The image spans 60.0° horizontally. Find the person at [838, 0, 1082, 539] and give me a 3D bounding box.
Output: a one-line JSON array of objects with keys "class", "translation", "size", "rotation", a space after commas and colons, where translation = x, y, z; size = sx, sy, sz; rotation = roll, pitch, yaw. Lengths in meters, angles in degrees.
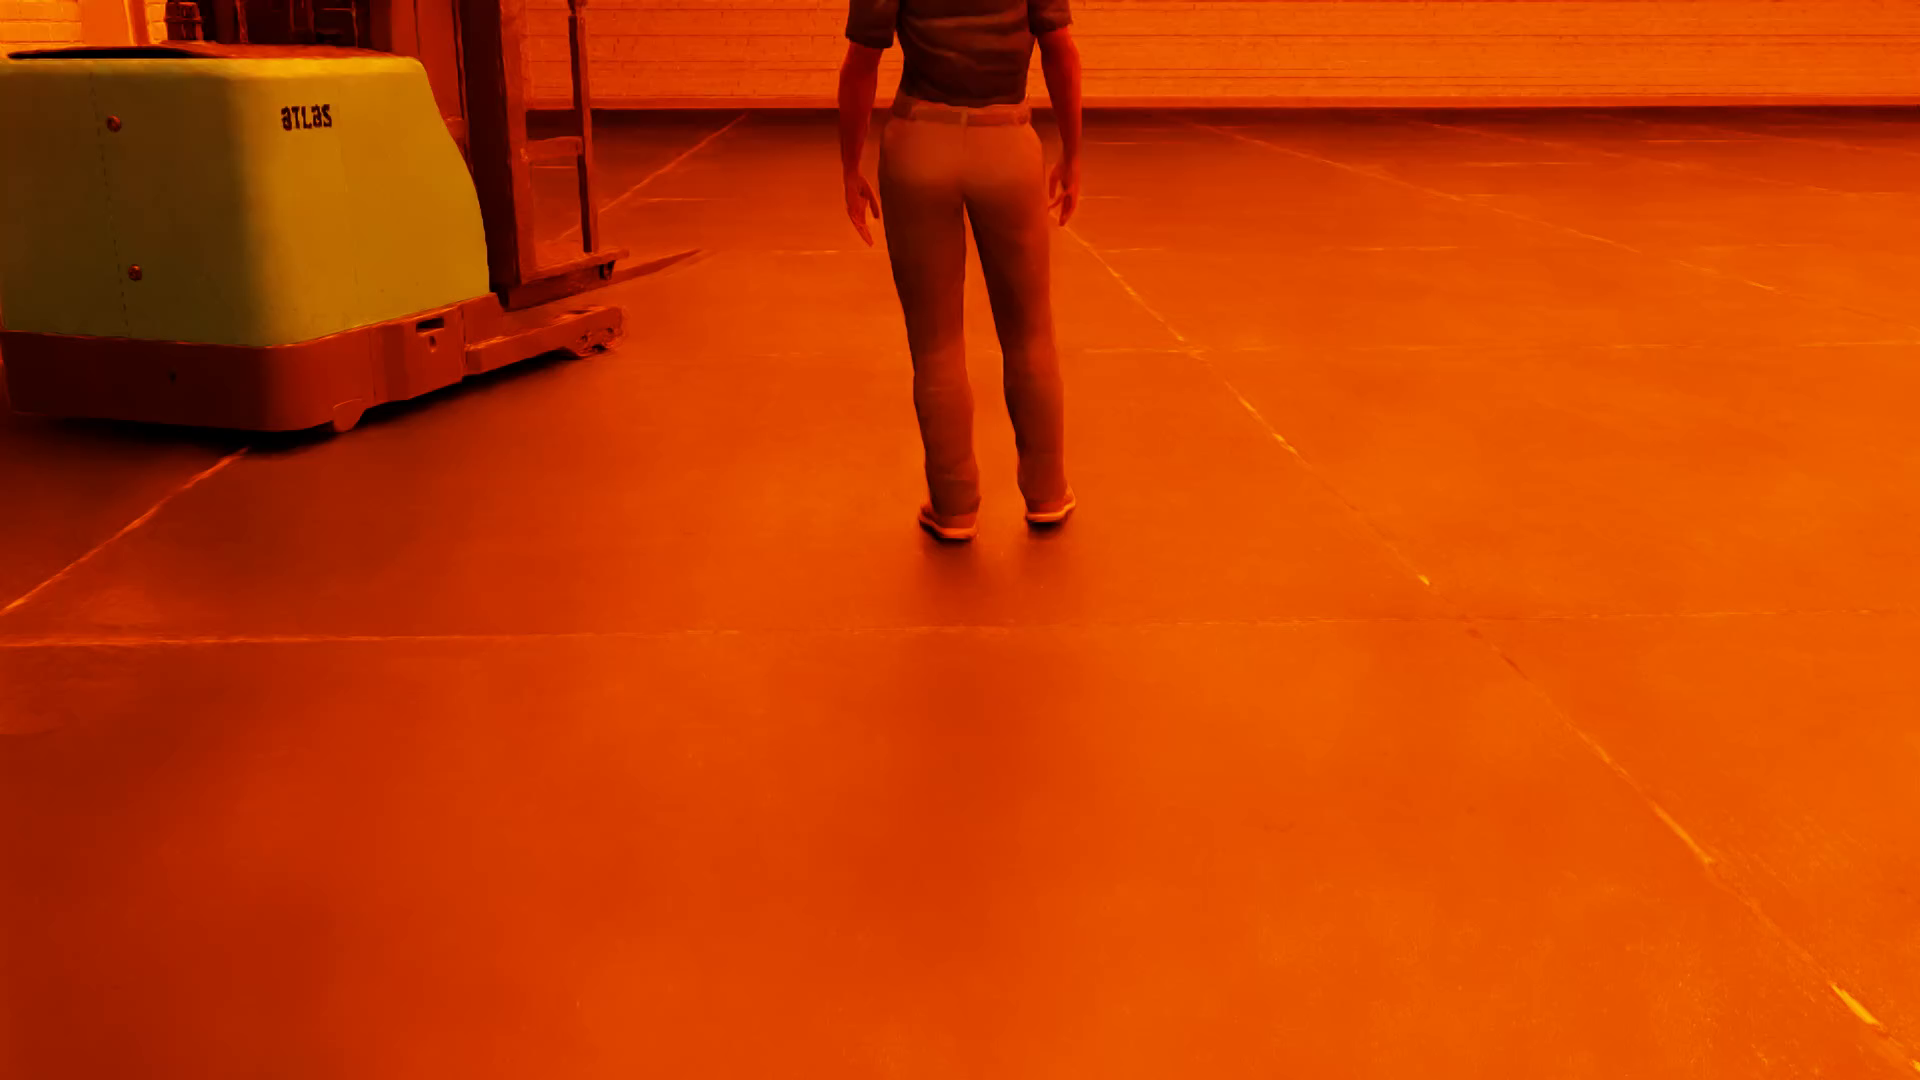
[{"class": "person", "translation": [0.015, -0.818, 3.760], "size": [0.570, 1.642, 0.503], "rotation": [-1, 17, -3]}]

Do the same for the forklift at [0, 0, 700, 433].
[{"class": "forklift", "translation": [-1.921, -2.097, 5.761], "size": [1.130, 2.935, 3.031], "rotation": [5, 18, 16]}]
